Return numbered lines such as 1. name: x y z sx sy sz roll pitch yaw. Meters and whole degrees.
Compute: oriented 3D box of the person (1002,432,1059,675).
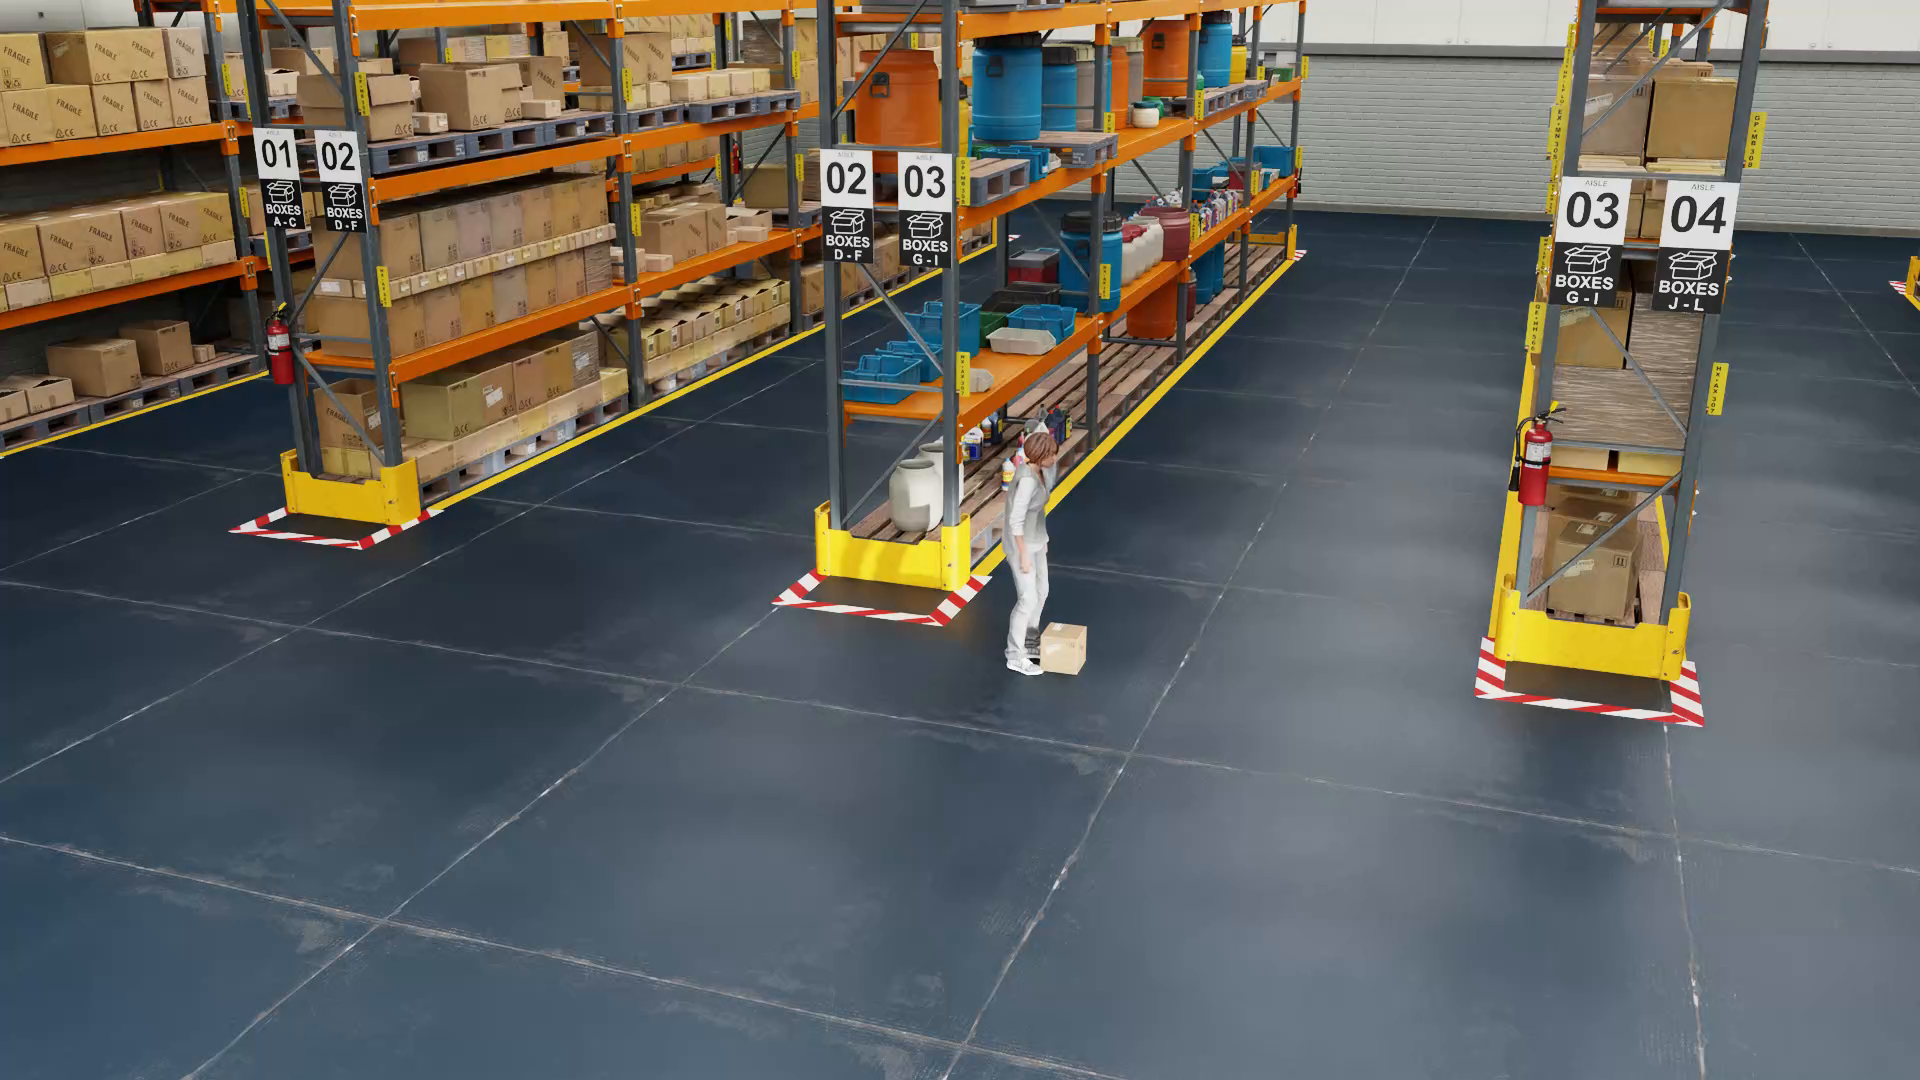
1. person: 0.464 0.069 10.896 0.366 1.581 0.466 6 20 18
